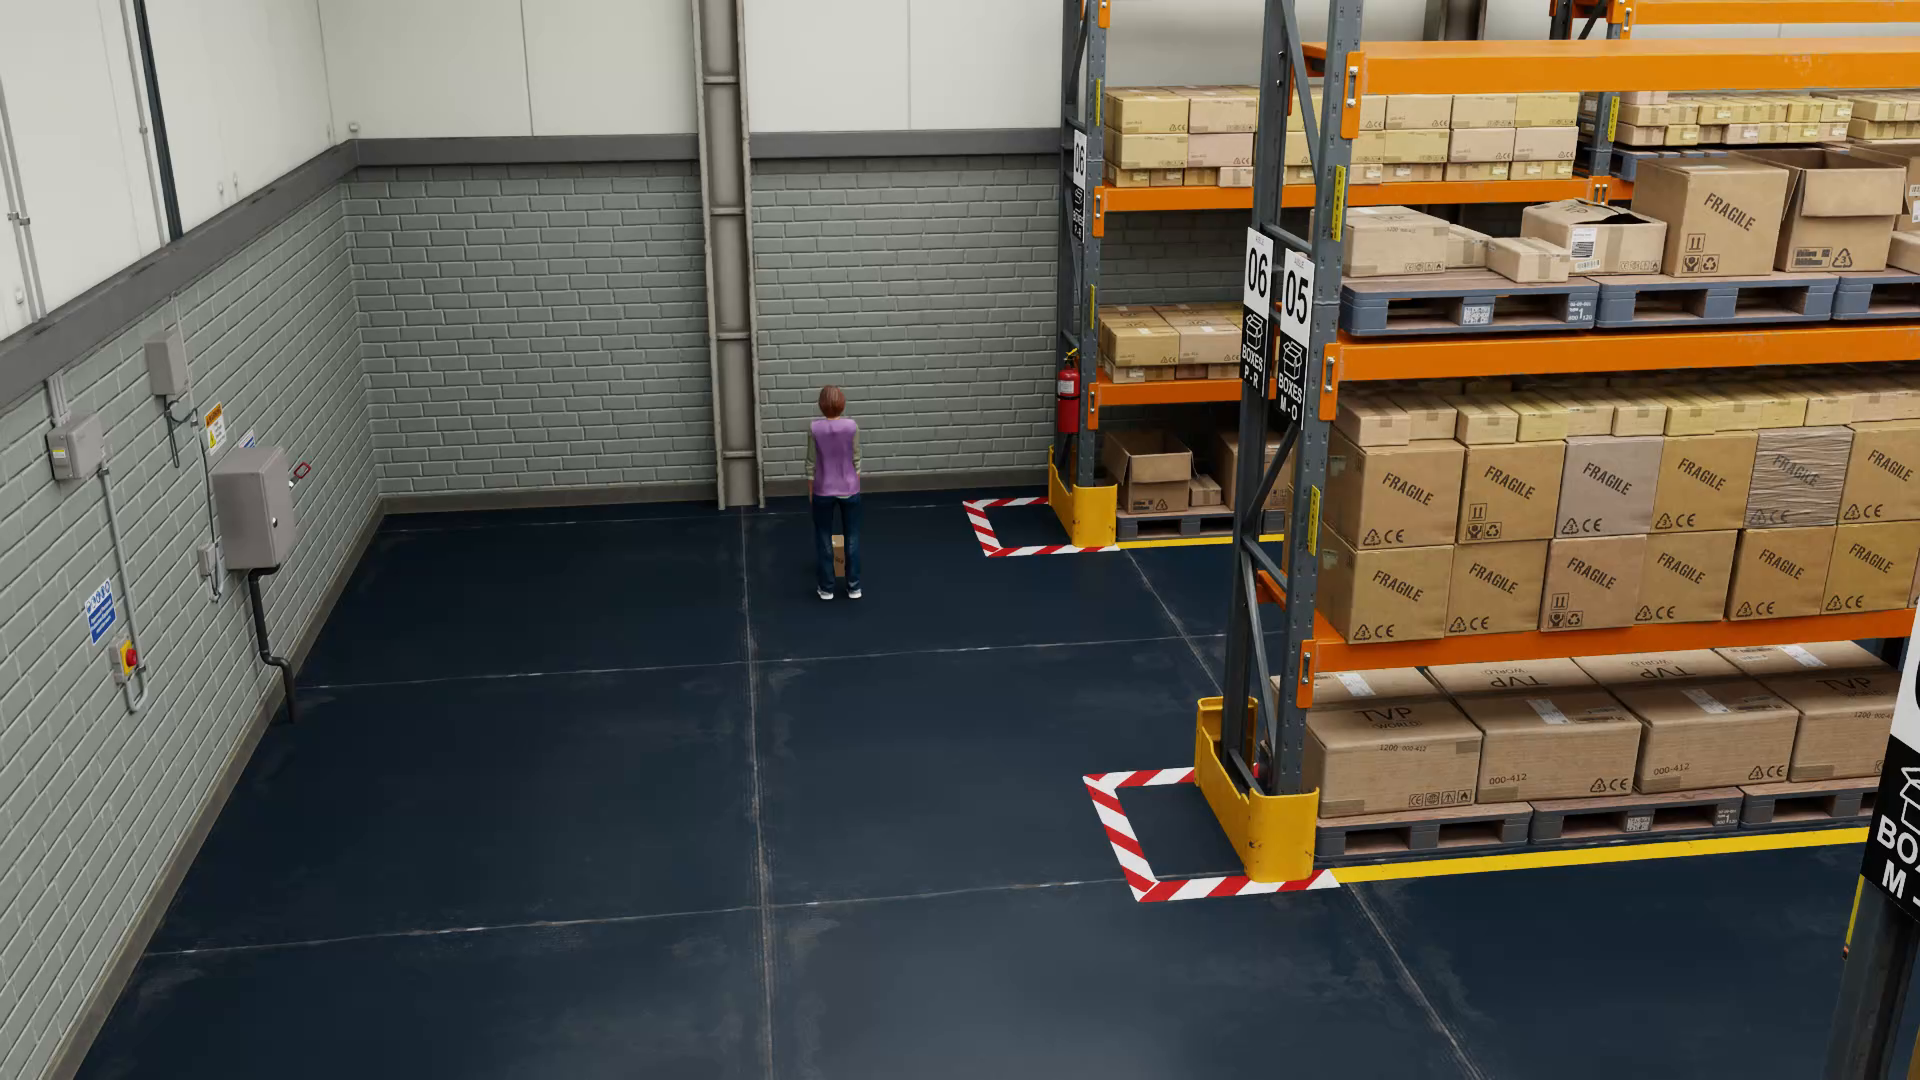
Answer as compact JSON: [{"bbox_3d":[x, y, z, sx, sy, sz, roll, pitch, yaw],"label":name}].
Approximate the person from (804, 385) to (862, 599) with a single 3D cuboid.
[{"bbox_3d":[-0.913,-0.336,12.011,0.407,1.594,0.299,-2,20,-7],"label":"person"}]
